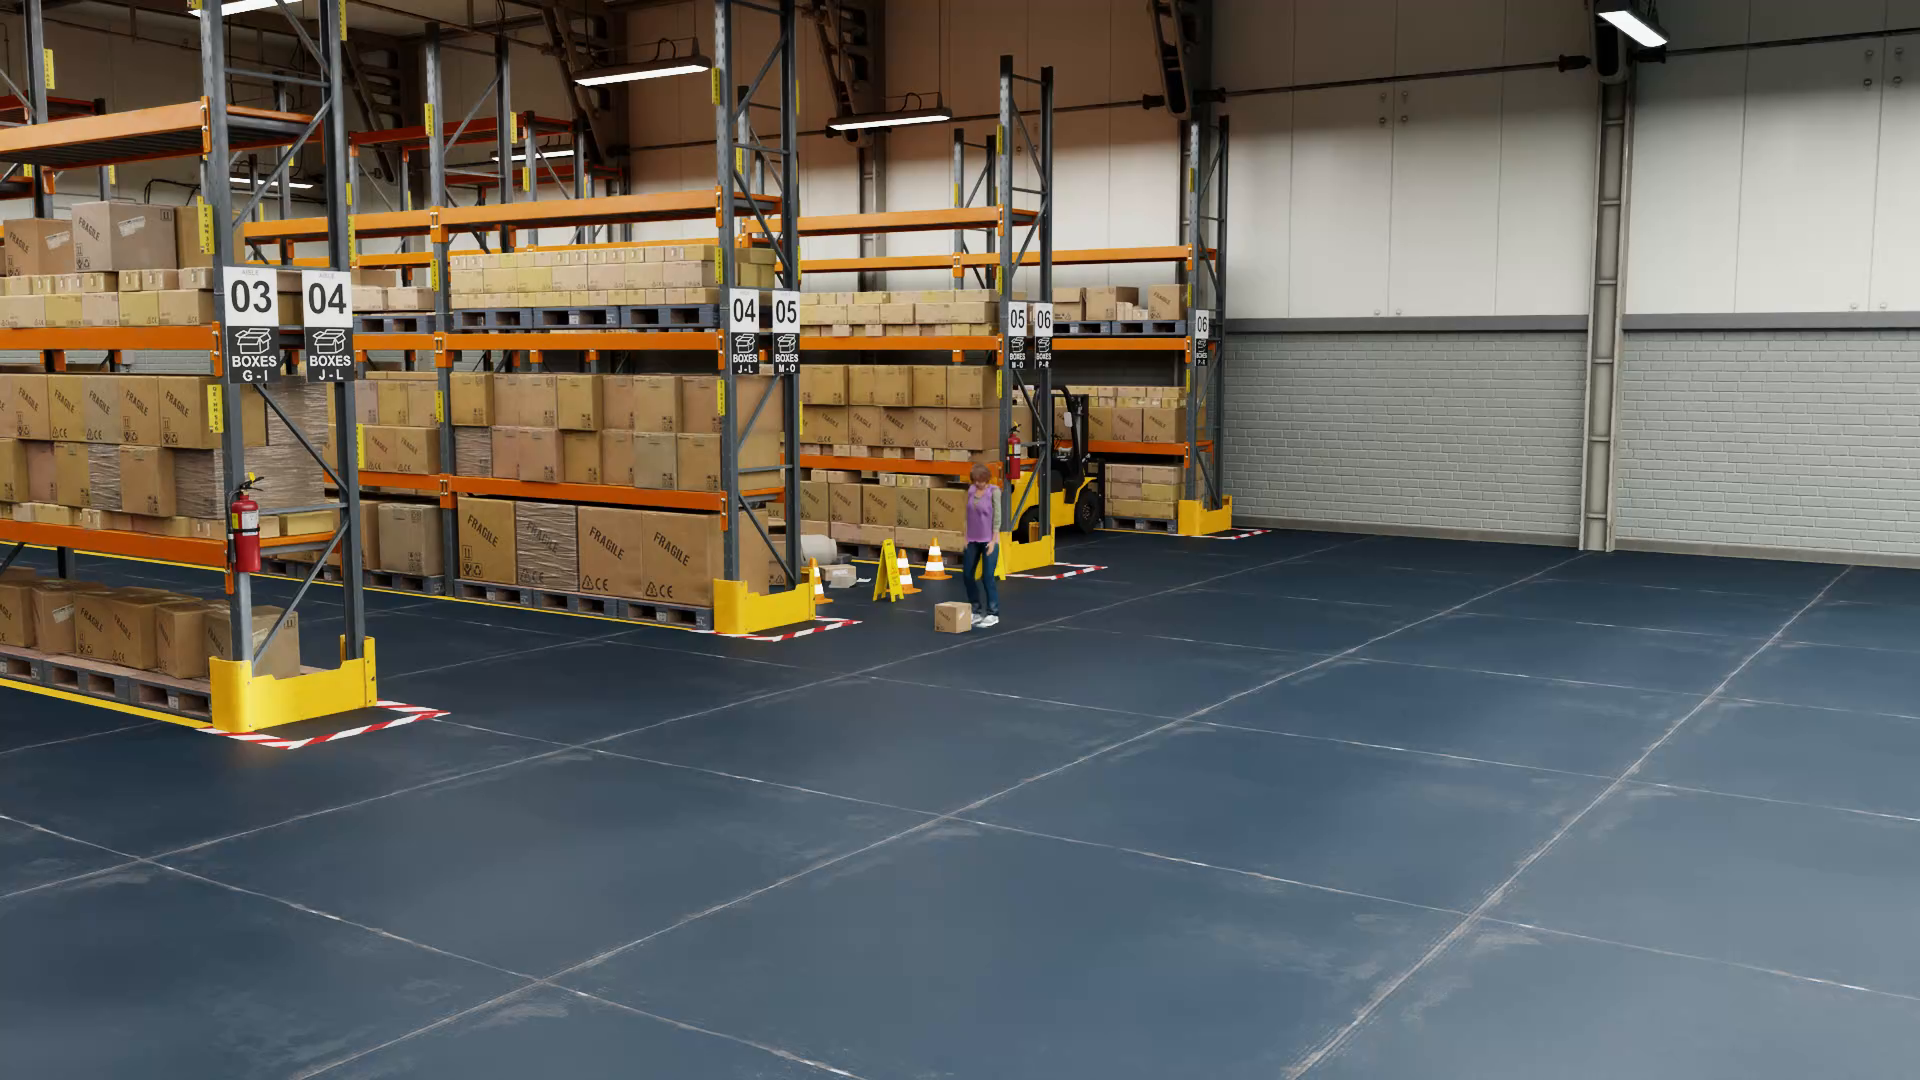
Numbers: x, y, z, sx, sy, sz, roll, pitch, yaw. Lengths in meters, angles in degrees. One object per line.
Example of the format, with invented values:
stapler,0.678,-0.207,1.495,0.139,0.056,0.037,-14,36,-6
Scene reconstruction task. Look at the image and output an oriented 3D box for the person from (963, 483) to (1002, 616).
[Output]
person,0.239,0.097,16.039,0.420,1.299,0.309,5,8,35
